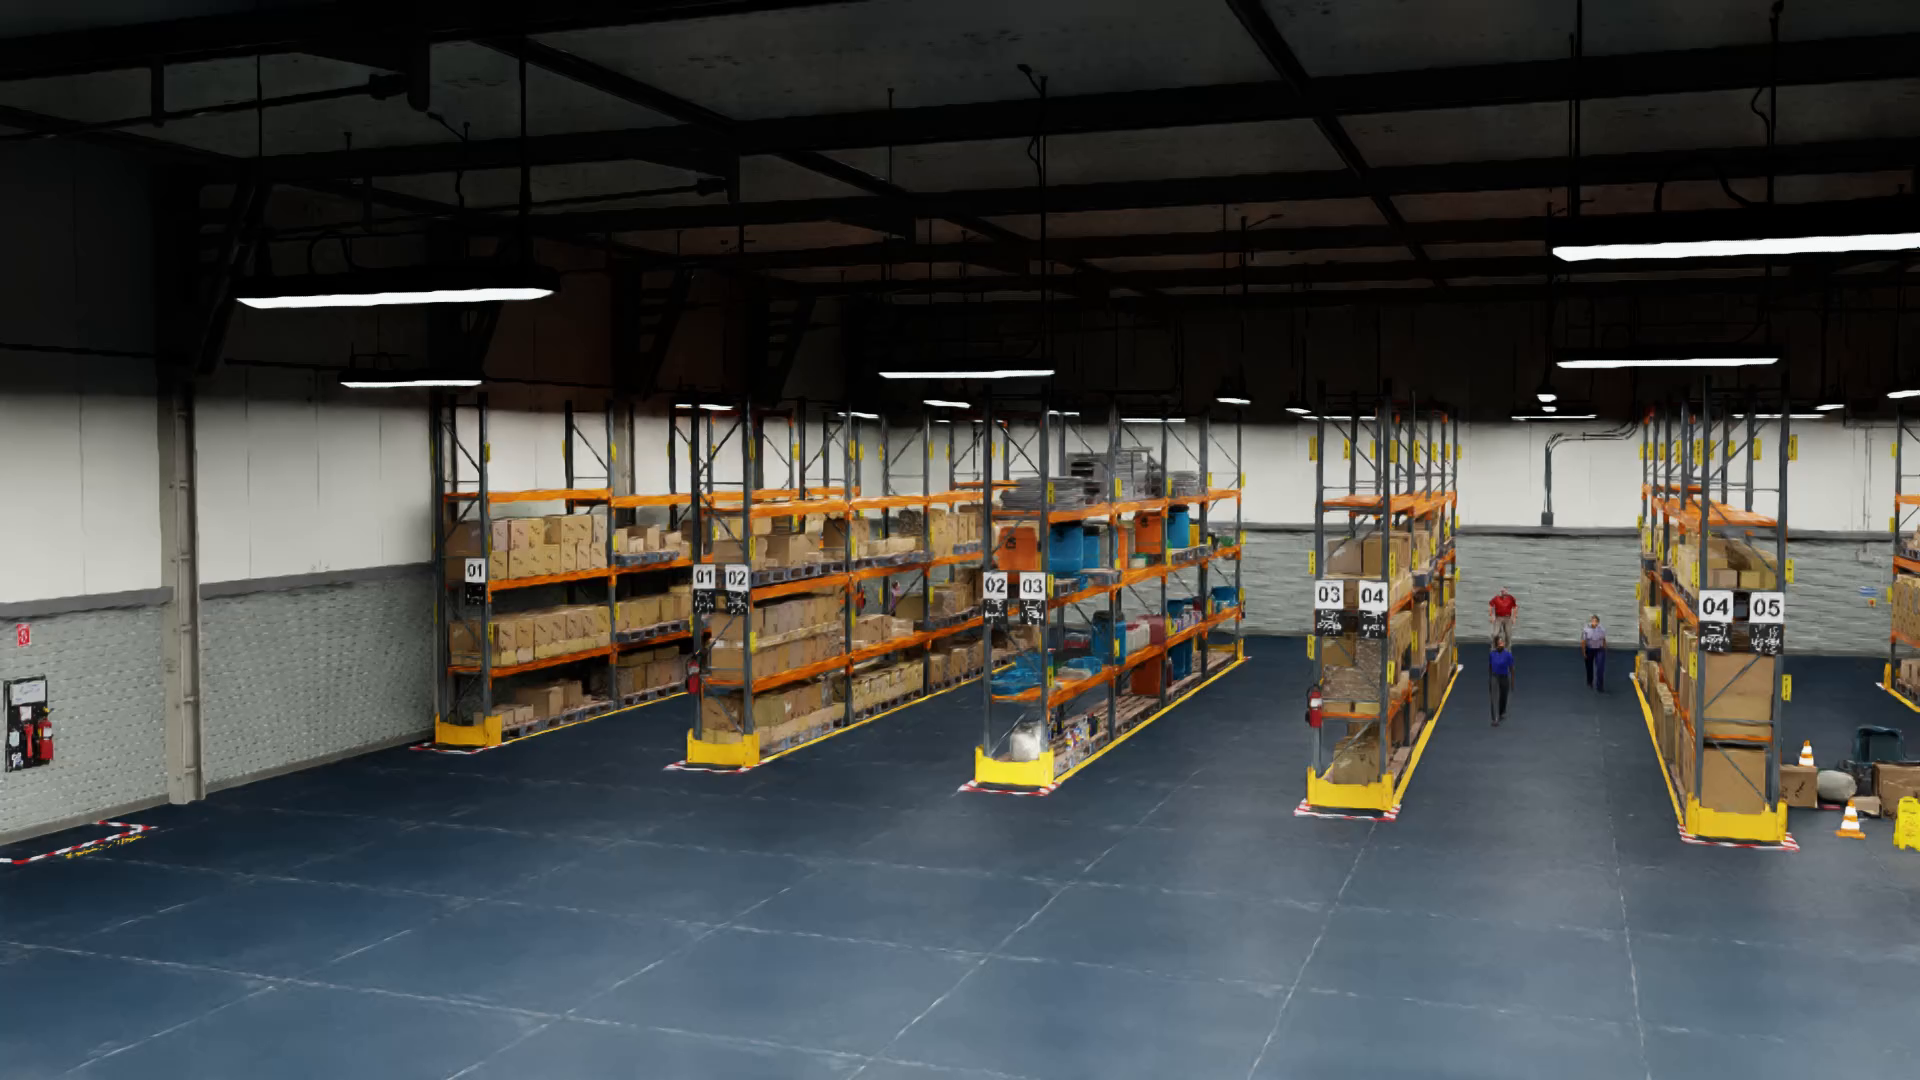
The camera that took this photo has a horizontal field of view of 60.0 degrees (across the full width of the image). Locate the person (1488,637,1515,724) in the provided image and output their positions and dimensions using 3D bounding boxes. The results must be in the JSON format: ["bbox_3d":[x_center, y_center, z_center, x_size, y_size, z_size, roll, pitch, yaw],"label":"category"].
[{"bbox_3d":[9.947,2.569,30.560,0.461,1.596,0.986,1,3,19],"label":"person"}]

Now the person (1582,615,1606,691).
[{"bbox_3d":[13.325,2.350,34.977,0.479,1.553,1.090,1,3,23],"label":"person"}]

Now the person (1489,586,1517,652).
[{"bbox_3d":[13.500,1.969,41.362,0.682,1.676,0.535,1,3,17],"label":"person"}]

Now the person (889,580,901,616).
[{"bbox_3d":[-1.666,1.849,44.103,0.636,1.586,0.527,-2,4,-37],"label":"person"}]
